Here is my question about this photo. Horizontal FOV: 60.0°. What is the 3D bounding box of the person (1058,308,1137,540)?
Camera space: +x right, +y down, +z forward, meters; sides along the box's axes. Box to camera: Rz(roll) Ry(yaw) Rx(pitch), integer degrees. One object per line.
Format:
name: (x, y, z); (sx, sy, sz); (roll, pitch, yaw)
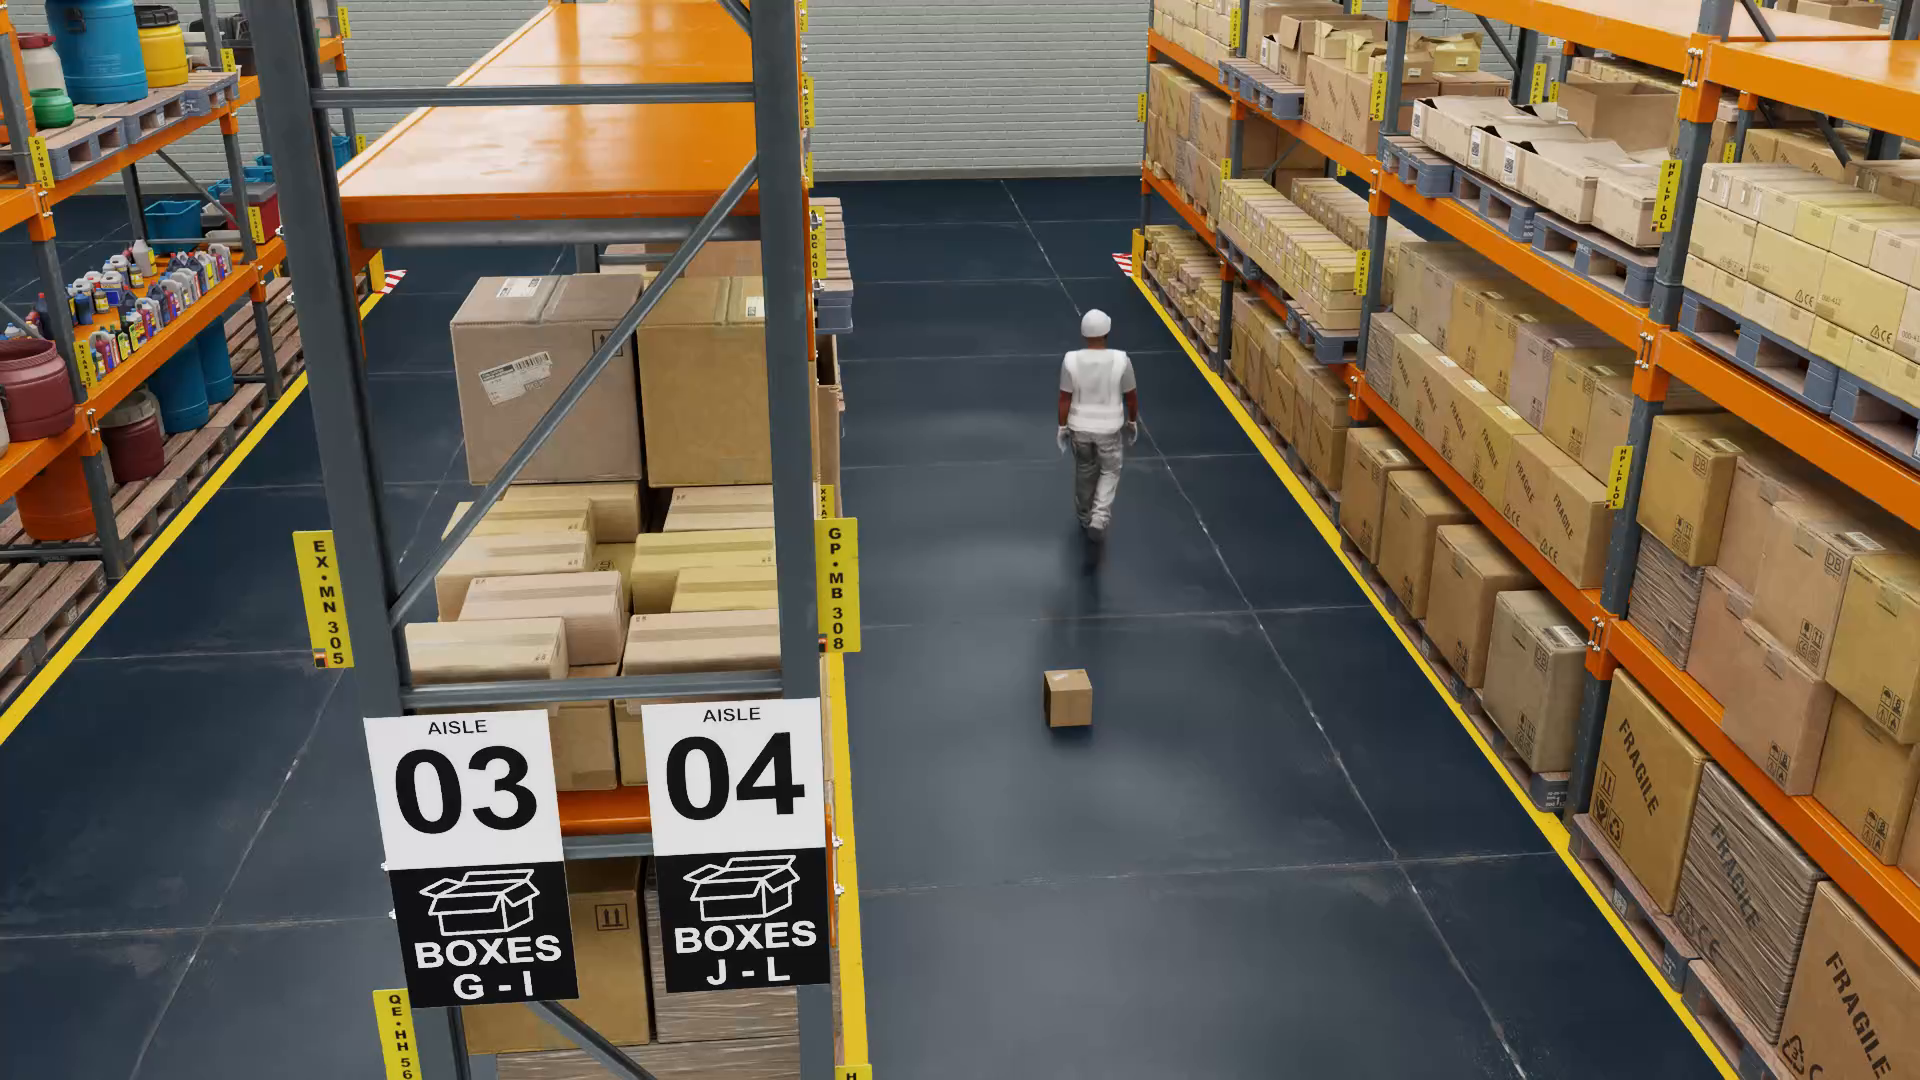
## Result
person: (1.008, -0.843, 12.219); (0.566, 1.763, 0.818); (5, 24, 11)
